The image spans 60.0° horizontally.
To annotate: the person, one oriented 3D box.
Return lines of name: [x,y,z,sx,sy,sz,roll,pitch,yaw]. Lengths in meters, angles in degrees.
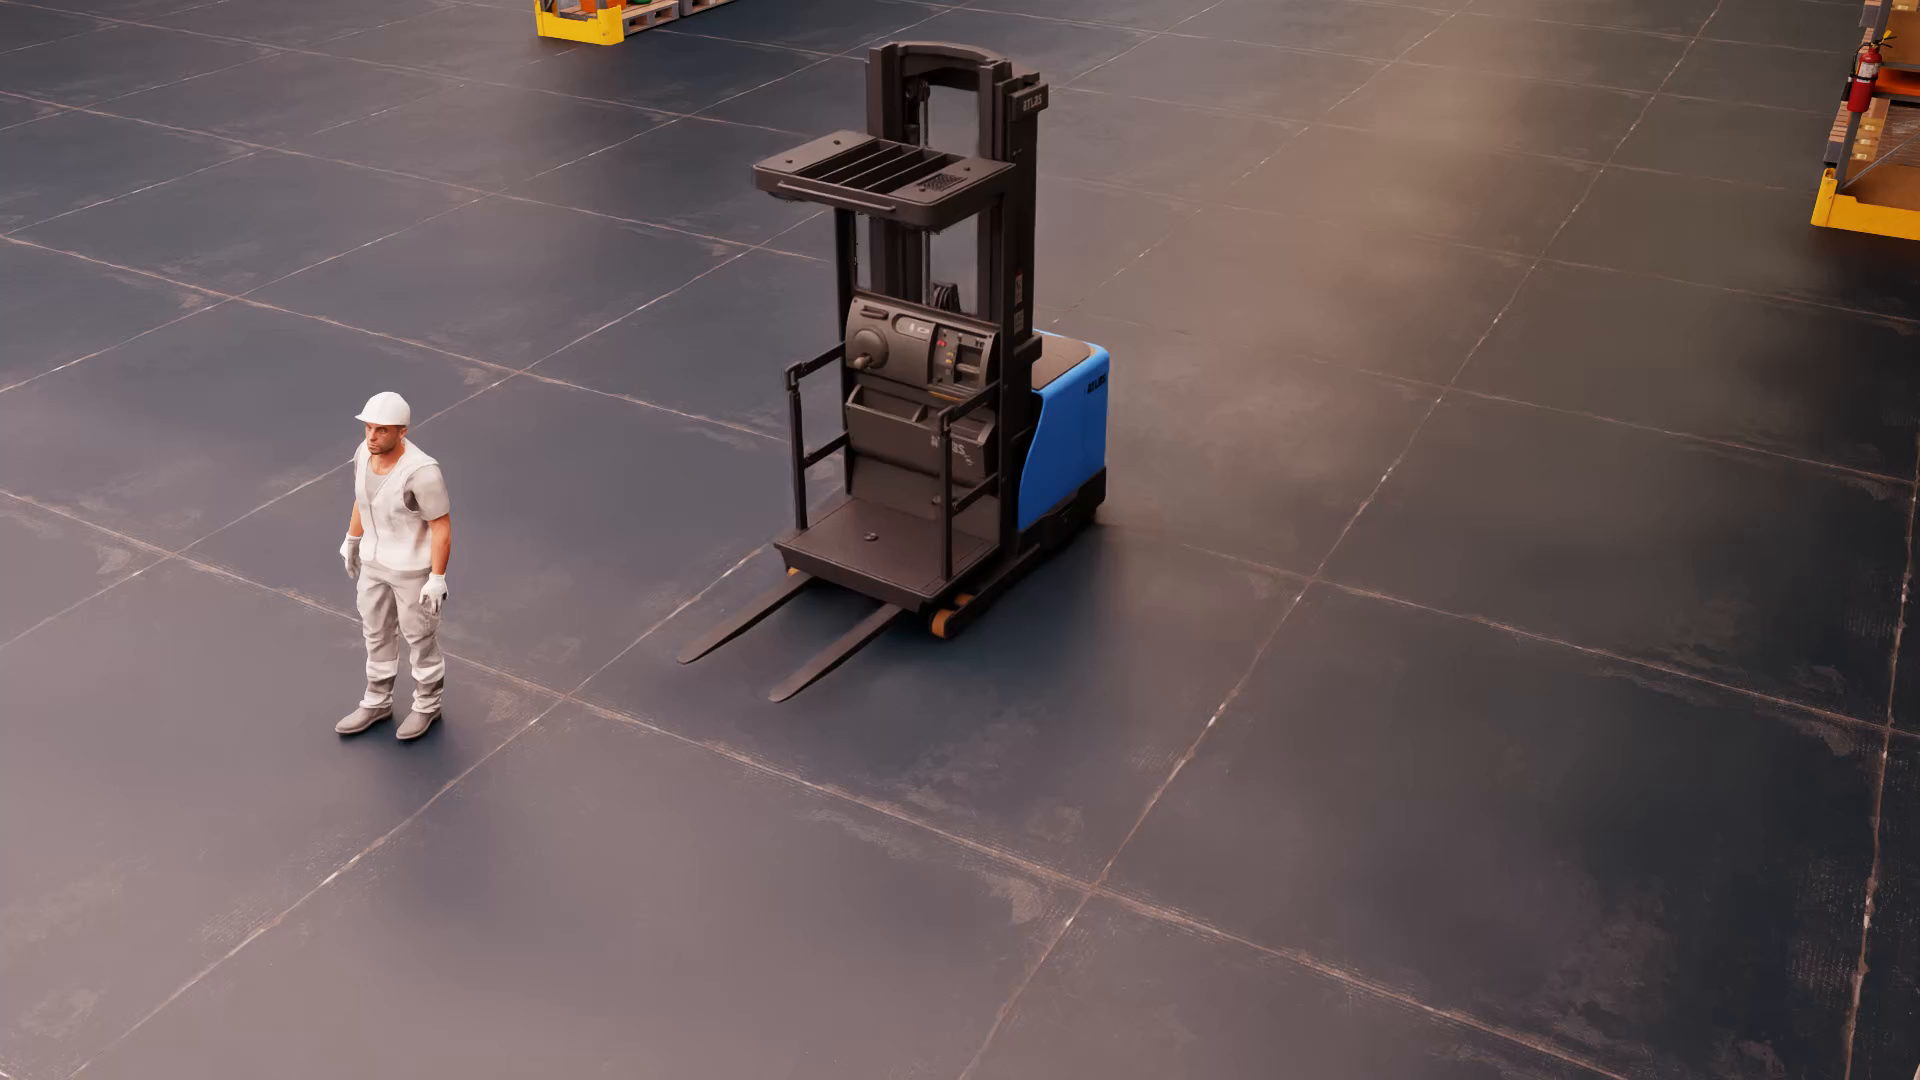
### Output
person: [-2.737,0.151,7.937,0.638,1.789,0.563,16,34,26]

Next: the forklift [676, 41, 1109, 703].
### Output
forklift: [-0.337,-0.999,8.802,1.130,2.935,3.031,18,35,29]
